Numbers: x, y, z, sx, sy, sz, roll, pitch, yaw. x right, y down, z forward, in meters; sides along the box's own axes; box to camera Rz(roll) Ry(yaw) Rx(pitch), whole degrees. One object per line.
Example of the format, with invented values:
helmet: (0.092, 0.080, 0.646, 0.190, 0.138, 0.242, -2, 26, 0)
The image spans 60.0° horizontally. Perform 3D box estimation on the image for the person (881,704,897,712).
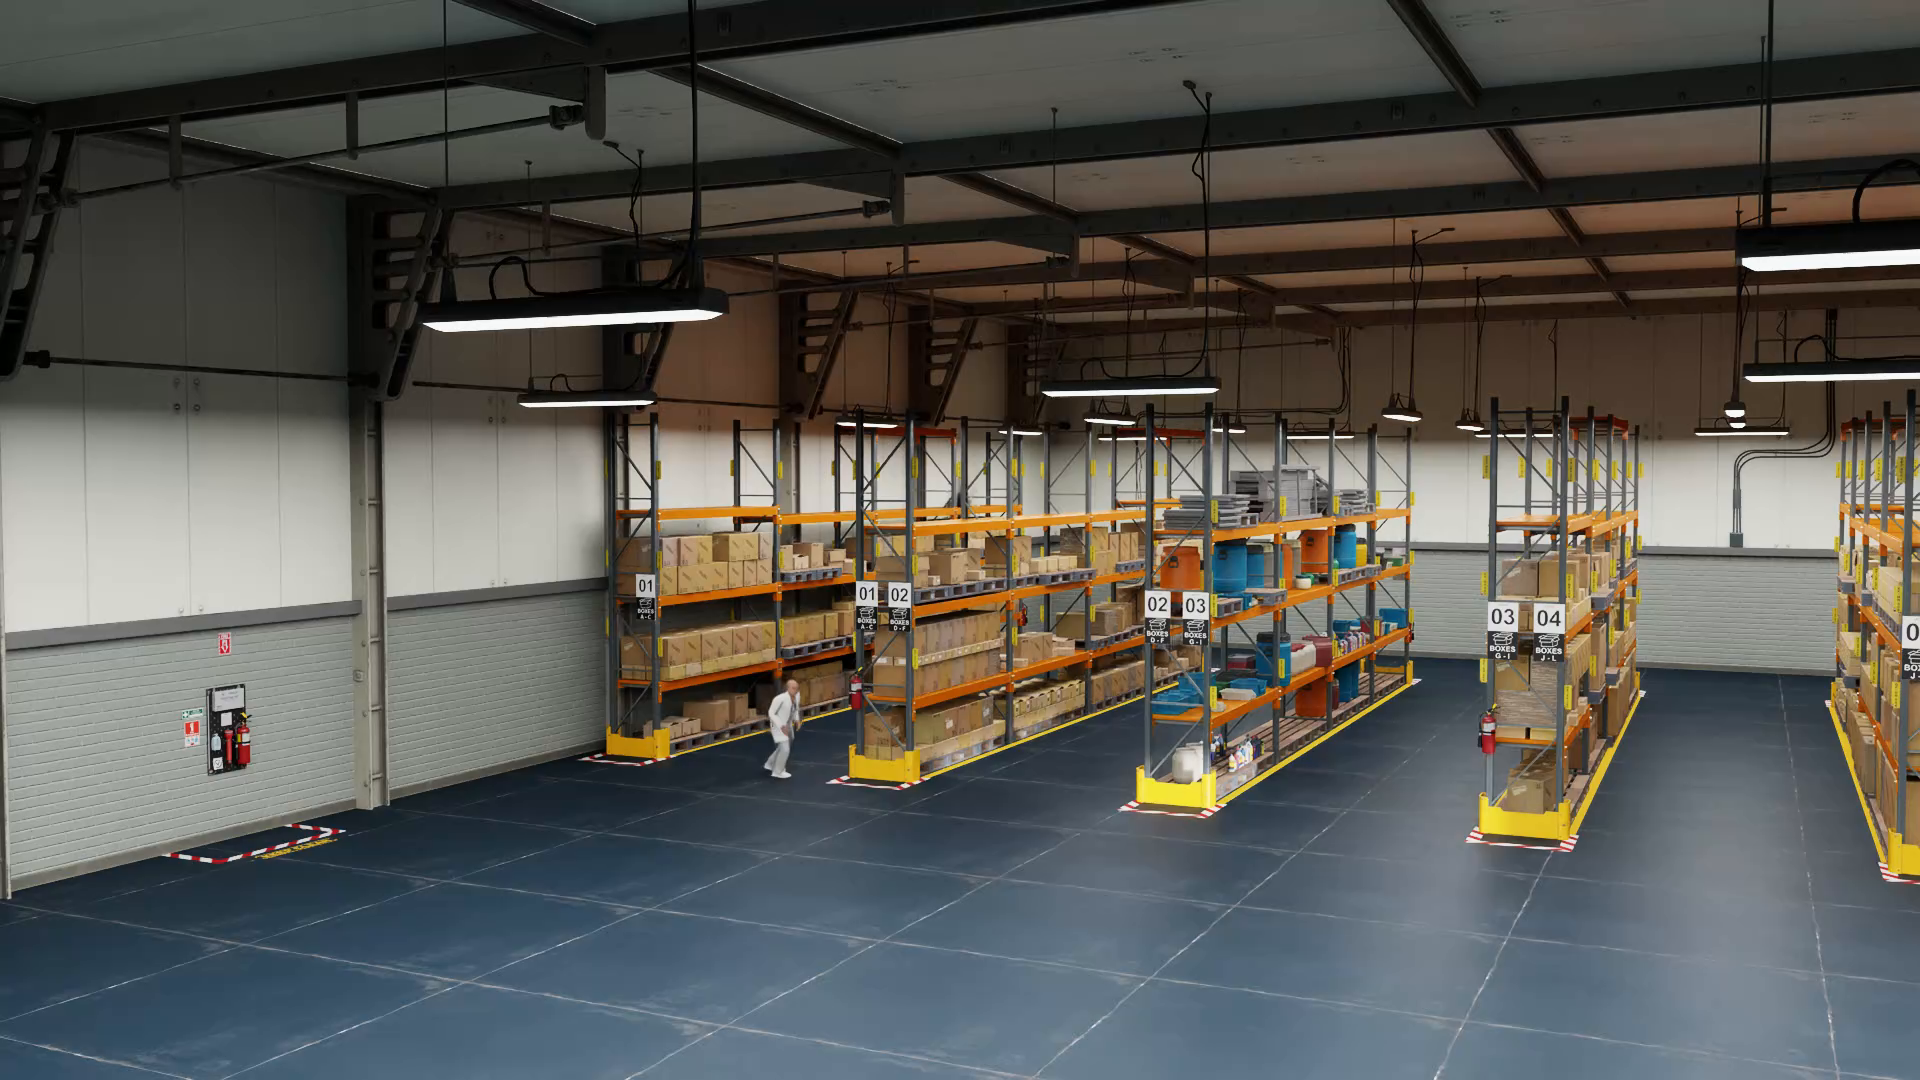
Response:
person: (-1.426, 2.709, 33.513, 0.667, 1.725, 0.790, 1, 3, 23)

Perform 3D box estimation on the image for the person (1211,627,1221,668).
person: (6.300, 2.391, 42.317, 0.582, 1.664, 0.906, -2, 3, -38)

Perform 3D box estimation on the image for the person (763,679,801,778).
person: (-2.919, 3.048, 27.026, 0.881, 1.635, 0.737, 1, 3, 31)
